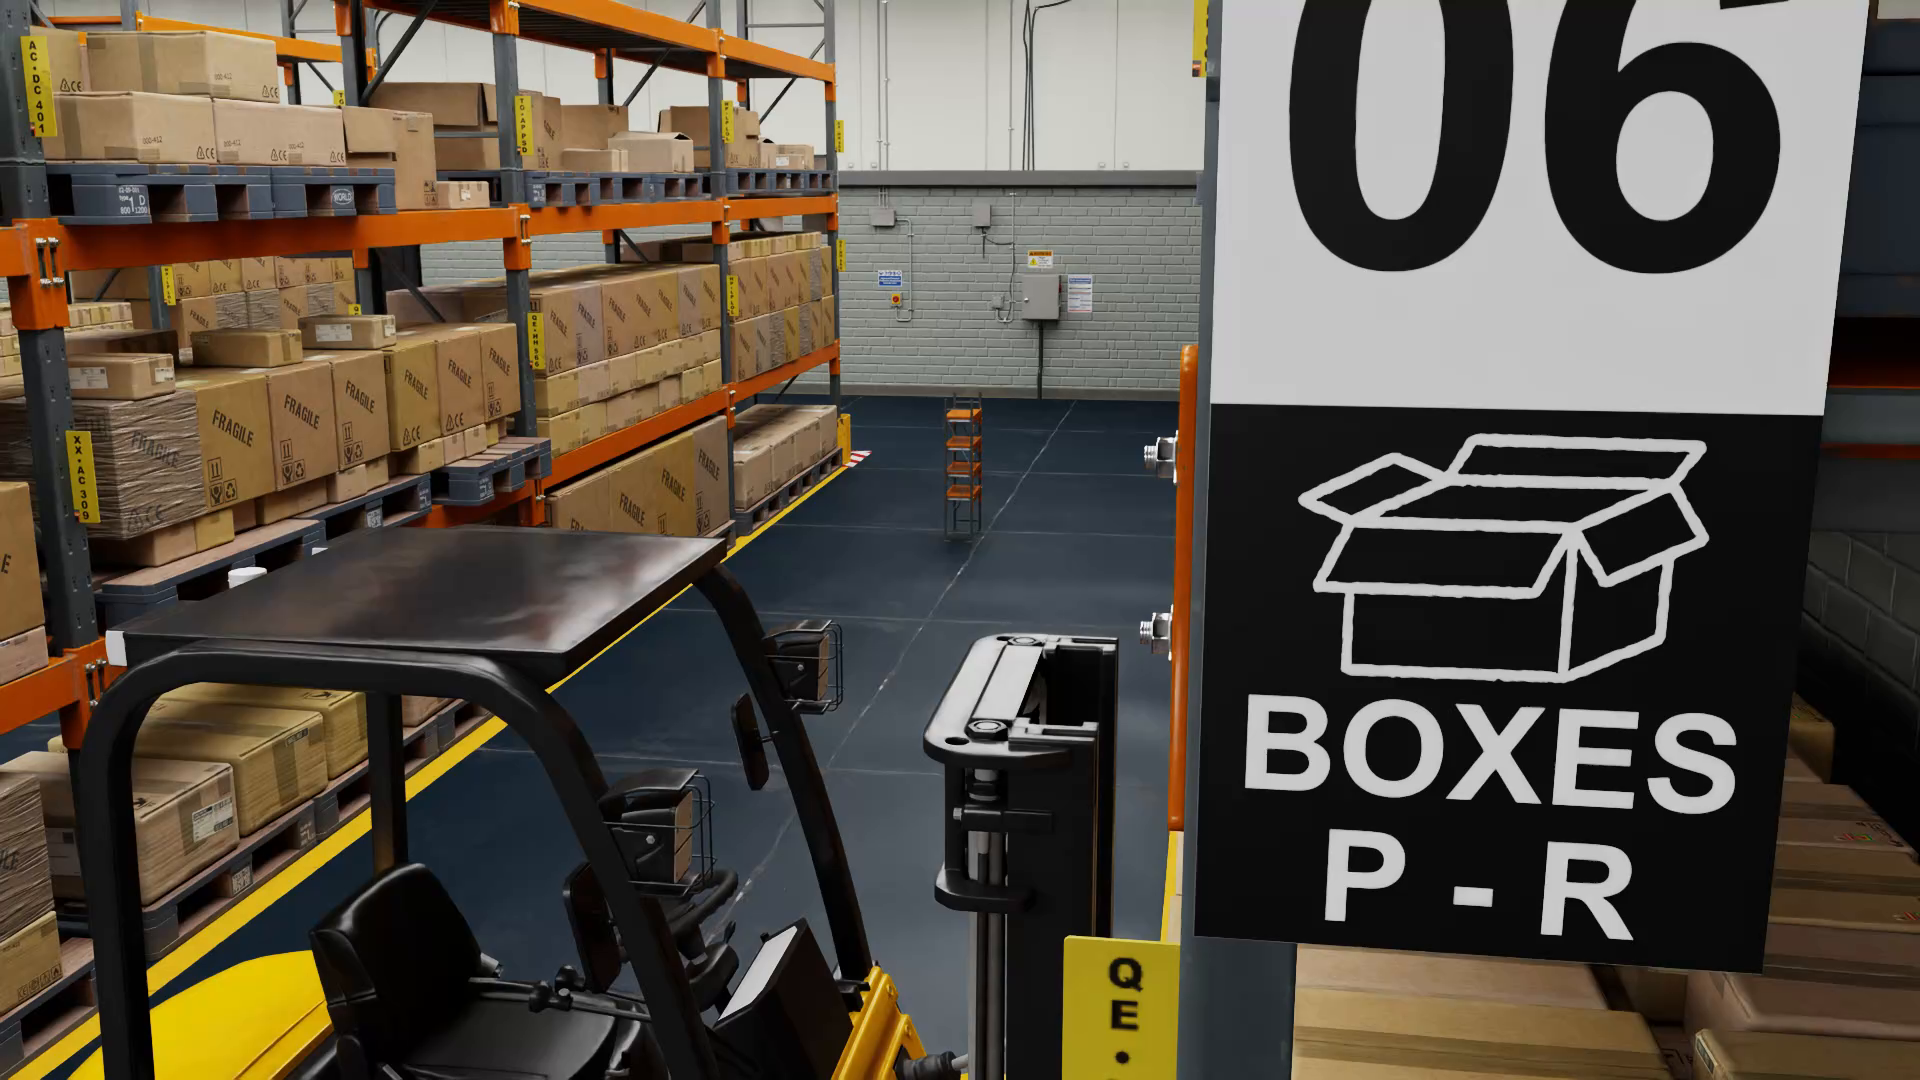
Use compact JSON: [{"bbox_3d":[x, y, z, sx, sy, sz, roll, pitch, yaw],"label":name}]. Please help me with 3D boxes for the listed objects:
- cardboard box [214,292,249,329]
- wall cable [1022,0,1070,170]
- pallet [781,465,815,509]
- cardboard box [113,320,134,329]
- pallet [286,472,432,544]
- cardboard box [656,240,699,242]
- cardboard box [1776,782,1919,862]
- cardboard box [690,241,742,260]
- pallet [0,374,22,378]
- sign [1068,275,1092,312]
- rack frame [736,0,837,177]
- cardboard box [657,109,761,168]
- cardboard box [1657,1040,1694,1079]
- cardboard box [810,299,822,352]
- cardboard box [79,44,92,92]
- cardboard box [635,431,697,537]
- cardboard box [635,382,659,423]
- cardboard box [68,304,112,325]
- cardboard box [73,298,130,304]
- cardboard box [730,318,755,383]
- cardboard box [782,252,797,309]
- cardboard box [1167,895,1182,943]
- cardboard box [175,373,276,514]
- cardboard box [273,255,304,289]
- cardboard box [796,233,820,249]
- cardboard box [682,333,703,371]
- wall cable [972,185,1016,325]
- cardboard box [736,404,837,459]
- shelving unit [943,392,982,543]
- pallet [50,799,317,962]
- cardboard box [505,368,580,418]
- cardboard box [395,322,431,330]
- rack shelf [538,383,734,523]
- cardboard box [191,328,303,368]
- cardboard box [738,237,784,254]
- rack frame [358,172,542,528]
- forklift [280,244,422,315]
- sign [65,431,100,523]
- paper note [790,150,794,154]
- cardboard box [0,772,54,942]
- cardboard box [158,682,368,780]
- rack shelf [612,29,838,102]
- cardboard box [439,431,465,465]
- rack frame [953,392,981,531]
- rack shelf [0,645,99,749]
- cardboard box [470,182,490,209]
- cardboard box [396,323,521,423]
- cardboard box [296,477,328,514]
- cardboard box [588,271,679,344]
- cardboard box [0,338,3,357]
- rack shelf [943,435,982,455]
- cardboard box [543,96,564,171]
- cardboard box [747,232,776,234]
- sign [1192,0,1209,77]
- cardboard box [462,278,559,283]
[{"bbox_3d":[-6.906,-2.011,15.262,0.500,0.500,0.500,2,12,9],"label":"cardboard box"},{"bbox_3d":[2.308,-6.333,21.931,2.988,3.039,0.133,2,12,9],"label":"wall cable"},{"bbox_3d":[-2.014,-0.527,15.936,1.003,0.211,1.213,2,12,9],"label":"pallet"},{"bbox_3d":[-7.166,-1.757,13.921,0.380,0.149,0.250,2,12,10],"label":"cardboard box"},{"bbox_3d":[-3.272,-0.139,7.976,1.003,0.211,1.213,2,12,9],"label":"pallet"},{"bbox_3d":[-2.465,-2.511,14.376,0.380,0.149,0.250,2,12,9],"label":"cardboard box"},{"bbox_3d":[1.082,0.445,2.327,0.380,0.149,0.250,2,12,9],"label":"cardboard box"},{"bbox_3d":[-2.065,-2.445,14.069,0.380,0.149,0.250,2,12,9],"label":"cardboard box"},{"bbox_3d":[-7.651,-1.106,12.459,1.003,0.211,1.213,2,12,9],"label":"pallet"},{"bbox_3d":[1.639,-3.369,22.730,0.329,0.494,0.001,2,12,9],"label":"sign"},{"bbox_3d":[-1.778,-5.245,16.969,1.000,3.000,0.127,2,12,9],"label":"rack frame"},{"bbox_3d":[-2.218,-3.532,14.663,0.797,0.503,0.637,3,12,13],"label":"cardboard box"},{"bbox_3d":[0.950,0.697,1.861,0.380,0.149,0.250,2,12,9],"label":"cardboard box"},{"bbox_3d":[-1.683,-2.148,16.602,0.500,0.500,0.500,2,12,7],"label":"cardboard box"},{"bbox_3d":[-3.525,-1.995,7.181,0.500,0.250,0.500,2,12,10],"label":"cardboard box"},{"bbox_3d":[-2.541,-0.326,12.432,0.875,0.875,0.875,2,12,10],"label":"cardboard box"},{"bbox_3d":[-2.464,-0.986,11.806,0.500,0.250,0.500,2,12,9],"label":"cardboard box"},{"bbox_3d":[-7.209,-1.846,13.627,0.380,0.149,0.250,2,12,7],"label":"cardboard box"},{"bbox_3d":[-7.505,-1.923,14.852,0.500,0.500,0.500,2,12,9],"label":"cardboard box"},{"bbox_3d":[-2.062,-1.617,14.141,0.500,0.500,0.500,2,12,11],"label":"cardboard box"},{"bbox_3d":[-1.827,-2.424,15.512,0.500,0.500,0.500,2,12,8],"label":"cardboard box"},{"bbox_3d":[0.809,1.193,4.495,0.500,0.250,0.500,2,12,9],"label":"cardboard box"},{"bbox_3d":[-3.192,-0.406,6.818,0.500,0.500,0.500,2,12,9],"label":"cardboard box"},{"bbox_3d":[-6.737,-2.707,16.117,0.500,0.500,0.500,1,12,7],"label":"cardboard box"},{"bbox_3d":[-1.607,-2.975,16.529,0.380,0.149,0.250,2,12,8],"label":"cardboard box"},{"bbox_3d":[-2.290,-1.446,12.754,0.500,0.250,0.500,2,12,10],"label":"cardboard box"},{"bbox_3d":[0.469,-3.940,22.742,0.588,1.984,0.122,2,12,9],"label":"wall cable"},{"bbox_3d":[-1.781,-1.124,17.174,0.875,0.438,0.875,1,12,7],"label":"cardboard box"},{"bbox_3d":[0.025,-0.621,14.027,0.258,1.200,0.503,2,12,9],"label":"shelving unit"},{"bbox_3d":[-3.505,1.387,7.056,1.003,0.211,1.213,2,12,9],"label":"pallet"},{"bbox_3d":[-2.686,-0.915,10.289,0.500,0.250,0.500,2,12,8],"label":"cardboard box"},{"bbox_3d":[-3.306,-0.960,9.388,0.500,0.500,0.500,2,12,7],"label":"cardboard box"},{"bbox_3d":[-2.701,-0.711,11.881,1.077,0.370,4.000,2,12,9],"label":"rack shelf"},{"bbox_3d":[-3.136,-0.847,7.321,0.380,0.149,0.250,3,12,12],"label":"cardboard box"},{"bbox_3d":[-1.835,-2.708,15.287,0.380,0.149,0.250,2,12,9],"label":"cardboard box"},{"bbox_3d":[-3.008,-0.647,9.874,1.000,3.000,0.127,2,12,9],"label":"rack frame"},{"bbox_3d":[-5.479,-1.656,14.719,3.031,2.935,1.130,-3,13,-15],"label":"forklift"},{"bbox_3d":[-3.086,-0.221,5.845,0.100,0.325,0.005,2,12,9],"label":"sign"},{"bbox_3d":[-1.526,-3.529,15.124,0.006,0.032,0.123,2,12,9],"label":"paper note"},{"bbox_3d":[-3.449,1.090,5.565,0.500,0.500,0.500,2,12,8],"label":"cardboard box"},{"bbox_3d":[-3.333,0.862,8.116,0.950,0.372,0.625,2,12,11],"label":"cardboard box"},{"bbox_3d":[-2.086,-4.281,15.155,1.077,0.370,4.000,2,12,9],"label":"rack shelf"},{"bbox_3d":[-2.837,-0.489,8.742,0.380,0.149,0.250,1,12,6],"label":"cardboard box"},{"bbox_3d":[0.063,-0.672,14.263,0.240,1.200,0.015,2,12,9],"label":"rack frame"},{"bbox_3d":[-3.931,0.954,4.154,1.077,0.370,4.000,2,12,9],"label":"rack shelf"},{"bbox_3d":[-2.849,-1.918,9.248,0.380,0.149,0.250,2,12,9],"label":"cardboard box"},{"bbox_3d":[-2.804,-0.943,9.307,0.500,0.500,0.500,2,12,7],"label":"cardboard box"},{"bbox_3d":[-3.090,-0.218,7.484,0.380,0.149,0.250,2,12,9],"label":"cardboard box"},{"bbox_3d":[-2.383,-1.703,12.165,0.500,0.500,0.500,2,12,10],"label":"cardboard box"},{"bbox_3d":[-7.408,-1.432,12.413,0.380,0.149,0.250,2,12,11],"label":"cardboard box"},{"bbox_3d":[0.025,-0.774,13.994,0.258,0.148,0.480,2,12,9],"label":"rack shelf"},{"bbox_3d":[-3.024,-2.743,11.249,0.500,0.500,0.500,2,12,9],"label":"cardboard box"},{"bbox_3d":[-2.076,-3.045,16.852,0.380,0.149,0.250,2,12,10],"label":"cardboard box"},{"bbox_3d":[0.744,-1.542,4.936,0.100,0.325,0.005,2,12,9],"label":"sign"},{"bbox_3d":[-3.034,-1.511,11.272,0.500,0.500,0.500,2,12,9],"label":"cardboard box"}]
